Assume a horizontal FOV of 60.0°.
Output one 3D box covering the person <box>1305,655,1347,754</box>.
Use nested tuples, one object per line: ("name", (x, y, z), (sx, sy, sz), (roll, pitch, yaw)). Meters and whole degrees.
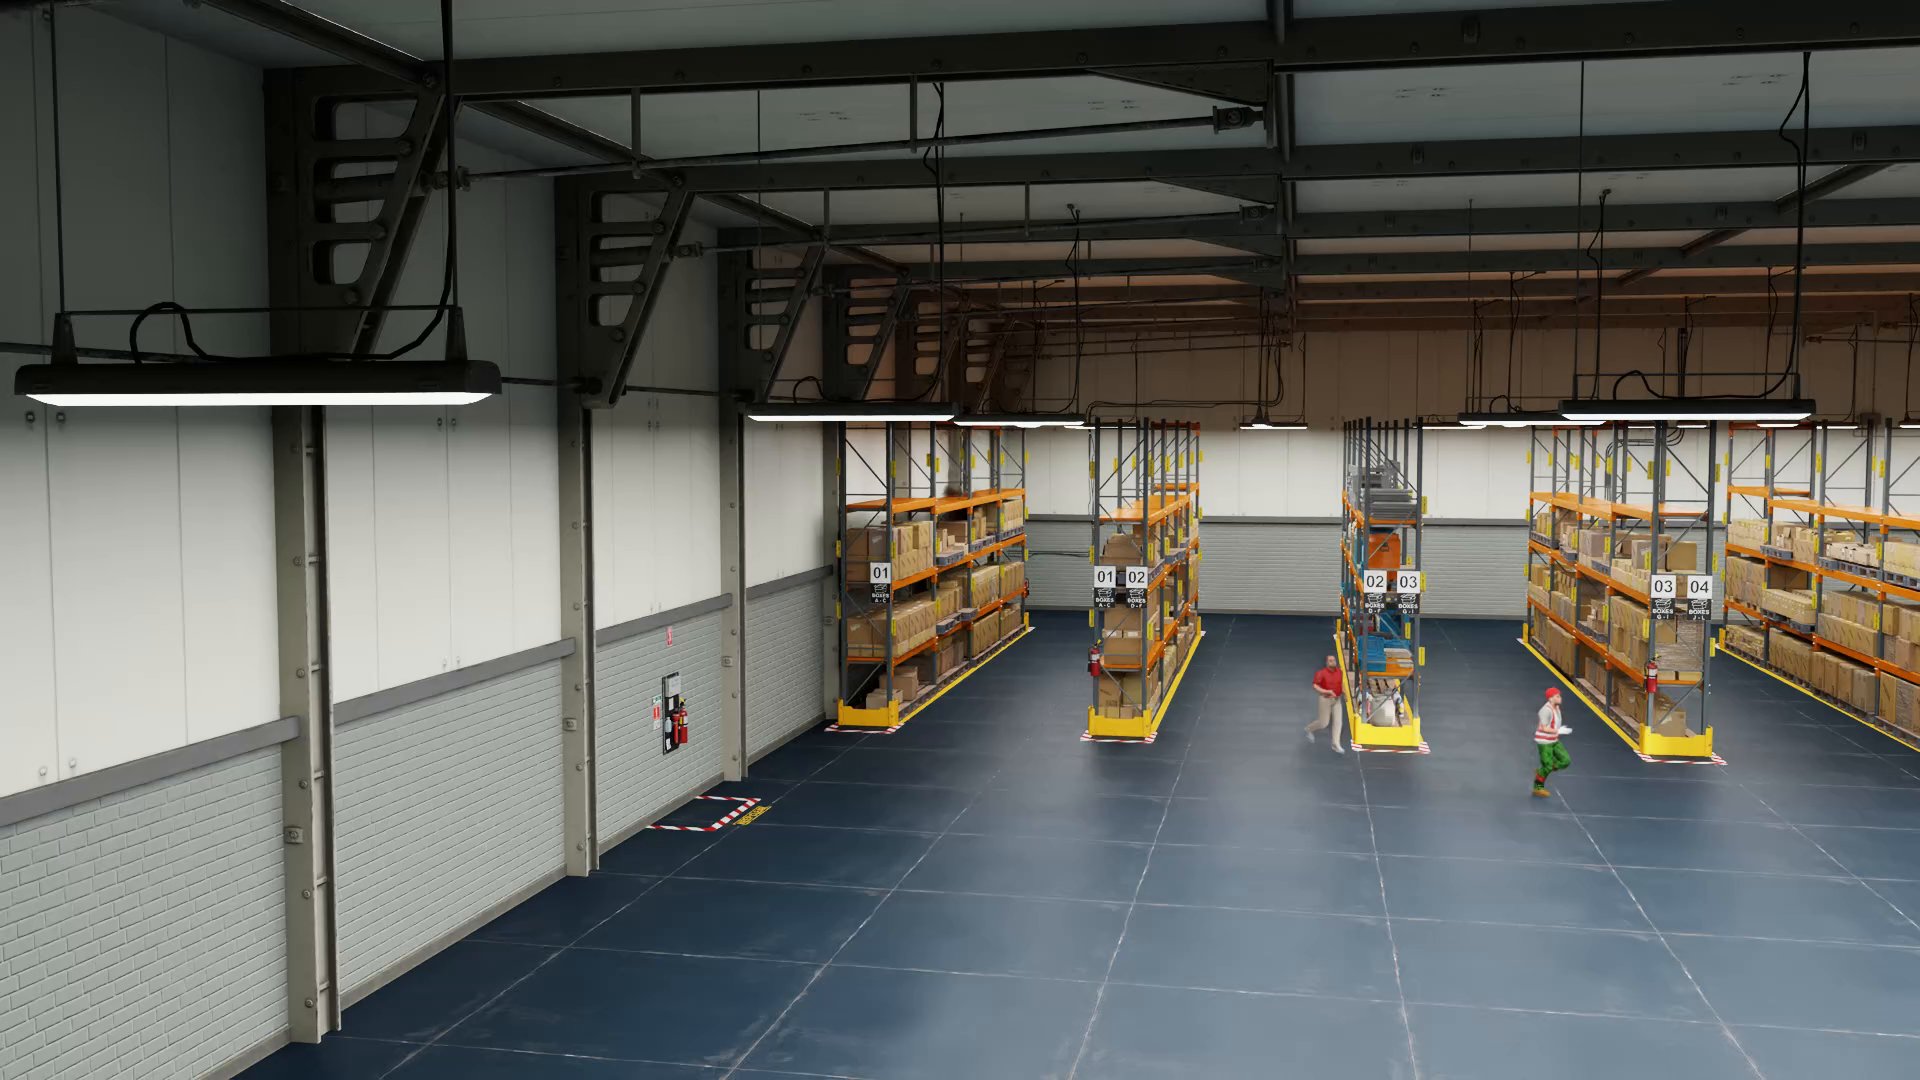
("person", (6.641, 2.961, 30.008), (0.651, 1.671, 0.917), (-1, 4, -21))

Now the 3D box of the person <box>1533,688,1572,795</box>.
("person", (9.286, 3.161, 26.021), (0.657, 1.726, 0.707), (3, 5, 43))
